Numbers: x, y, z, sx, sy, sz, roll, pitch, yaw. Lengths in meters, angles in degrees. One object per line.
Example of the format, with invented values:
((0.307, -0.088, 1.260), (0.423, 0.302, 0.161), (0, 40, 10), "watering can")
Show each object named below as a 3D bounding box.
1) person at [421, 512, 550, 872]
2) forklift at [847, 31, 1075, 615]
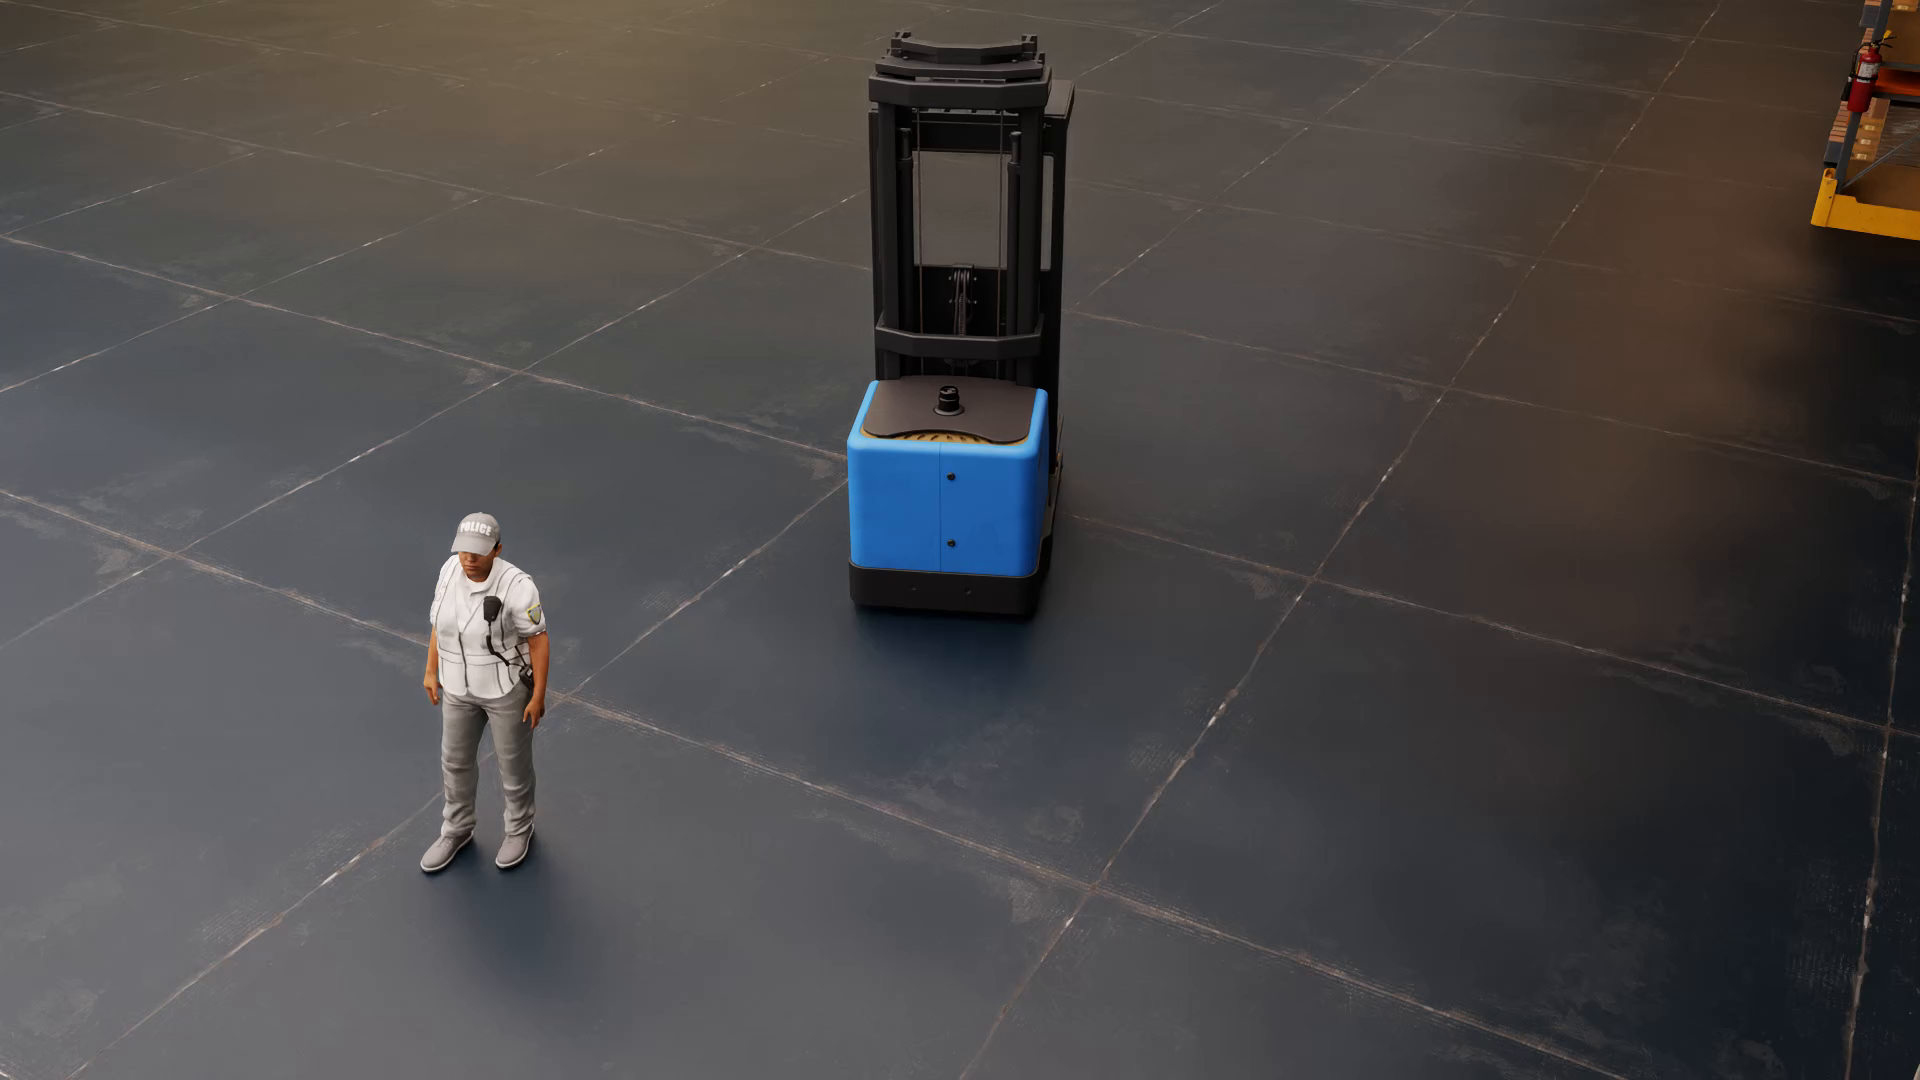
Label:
((-2.076, 0.669, 7.162), (0.598, 1.670, 0.529), (8, 31, 13), "person")
((0.072, -1.572, 9.794), (1.130, 2.935, 3.031), (3, 30, 6), "forklift")
